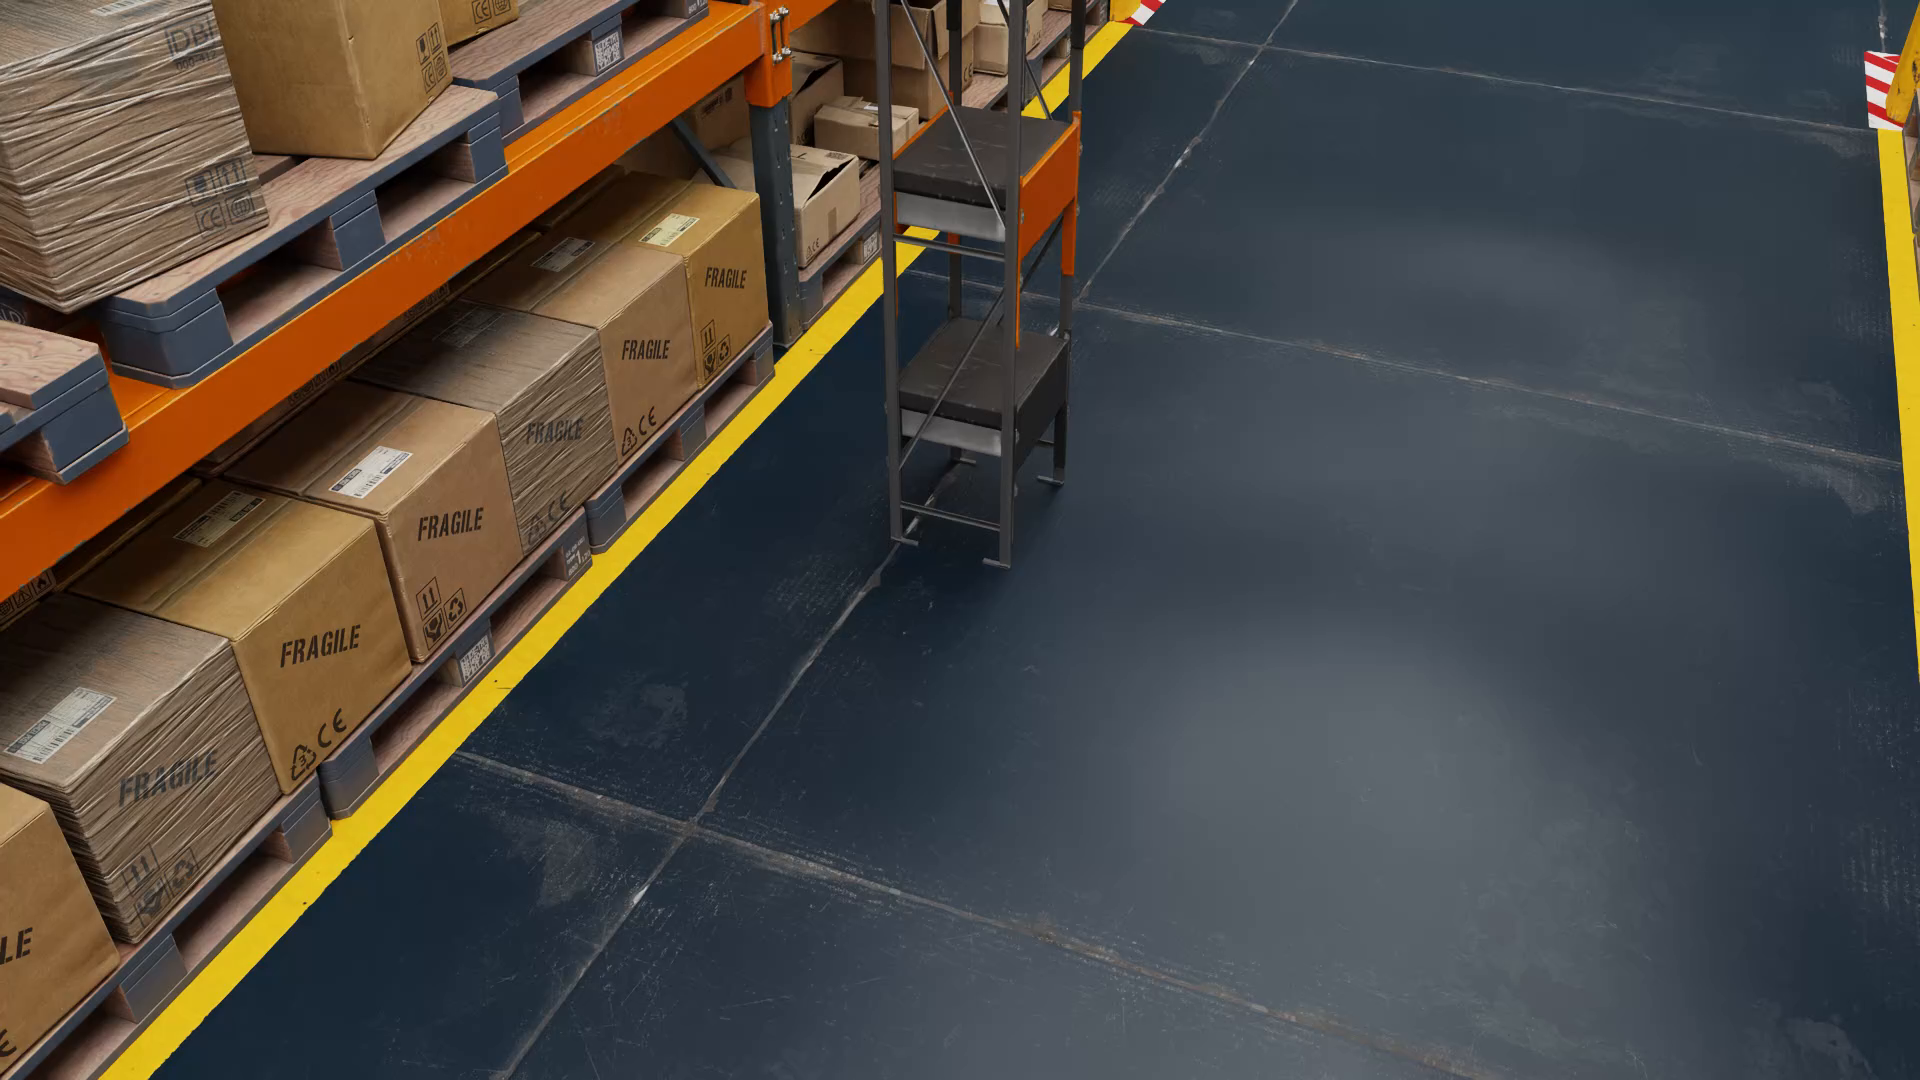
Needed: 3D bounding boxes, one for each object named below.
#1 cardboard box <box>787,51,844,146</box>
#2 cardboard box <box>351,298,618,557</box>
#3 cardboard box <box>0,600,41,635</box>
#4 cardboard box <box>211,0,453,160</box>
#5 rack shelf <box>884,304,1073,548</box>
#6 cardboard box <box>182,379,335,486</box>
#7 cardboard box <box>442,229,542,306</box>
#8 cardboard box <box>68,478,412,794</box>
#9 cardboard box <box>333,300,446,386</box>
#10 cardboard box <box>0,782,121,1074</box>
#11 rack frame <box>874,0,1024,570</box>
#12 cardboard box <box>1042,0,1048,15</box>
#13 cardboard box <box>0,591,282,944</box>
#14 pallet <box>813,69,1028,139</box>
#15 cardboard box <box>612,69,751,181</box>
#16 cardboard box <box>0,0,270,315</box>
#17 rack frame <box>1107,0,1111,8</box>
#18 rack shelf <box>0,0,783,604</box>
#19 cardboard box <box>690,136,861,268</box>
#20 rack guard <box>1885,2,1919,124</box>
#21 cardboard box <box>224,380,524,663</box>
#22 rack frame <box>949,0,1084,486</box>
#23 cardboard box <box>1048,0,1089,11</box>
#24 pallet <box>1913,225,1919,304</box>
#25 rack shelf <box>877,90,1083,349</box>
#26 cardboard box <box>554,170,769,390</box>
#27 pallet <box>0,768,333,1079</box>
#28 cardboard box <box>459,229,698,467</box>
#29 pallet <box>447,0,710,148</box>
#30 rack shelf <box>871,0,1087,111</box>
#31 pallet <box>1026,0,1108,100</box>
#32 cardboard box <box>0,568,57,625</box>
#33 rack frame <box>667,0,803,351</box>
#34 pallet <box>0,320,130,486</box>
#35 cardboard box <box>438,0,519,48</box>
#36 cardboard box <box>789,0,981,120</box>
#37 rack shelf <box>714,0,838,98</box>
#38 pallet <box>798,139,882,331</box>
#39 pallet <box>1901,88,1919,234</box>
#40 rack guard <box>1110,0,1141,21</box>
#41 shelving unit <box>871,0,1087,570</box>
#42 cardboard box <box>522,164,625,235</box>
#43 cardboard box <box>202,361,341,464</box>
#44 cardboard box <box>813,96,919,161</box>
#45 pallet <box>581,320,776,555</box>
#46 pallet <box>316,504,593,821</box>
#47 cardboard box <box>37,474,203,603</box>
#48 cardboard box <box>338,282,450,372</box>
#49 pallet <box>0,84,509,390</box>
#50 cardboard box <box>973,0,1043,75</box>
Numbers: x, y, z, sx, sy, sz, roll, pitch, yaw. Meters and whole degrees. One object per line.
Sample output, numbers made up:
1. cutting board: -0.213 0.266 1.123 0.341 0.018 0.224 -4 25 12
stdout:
1. cardboard box: -0.838 -1.949 7.230 0.500 0.311 0.500 14 39 18
2. cardboard box: -1.388 -0.342 4.922 0.500 0.500 0.500 14 39 18
3. cardboard box: -2.462 0.414 3.911 0.500 0.500 0.500 15 39 20
4. cardboard box: -1.693 -1.270 4.010 0.700 0.500 0.500 5 37 6
5. rack shelf: 0.063 -0.361 5.171 0.431 0.518 0.480 14 39 18
6. cardboard box: -2.070 -0.164 4.685 0.500 0.500 0.500 12 39 16
7. cardboard box: -1.680 -0.719 5.427 0.500 0.500 0.500 14 39 18
8. cardboard box: -1.773 0.231 4.156 0.500 0.500 0.500 13 39 17
9. cardboard box: -1.877 -0.444 5.059 0.500 0.500 0.500 14 39 18
10. cardboard box: -2.163 0.798 3.397 0.500 0.500 0.500 15 39 20
11. rack frame: -0.030 -0.798 4.563 0.400 2.100 0.015 14 39 18
12. cardboard box: 0.227 -2.749 8.422 0.380 0.166 0.250 14 39 18
13. cardboard box: -1.969 0.507 3.786 0.500 0.500 0.500 12 39 16
14. pallet: -0.353 -1.995 7.743 1.003 0.211 1.213 14 39 18
15. cardboard box: -1.124 -1.609 6.618 0.500 0.500 0.500 14 39 18
16. cardboard box: -1.940 -0.885 3.495 0.700 0.500 0.500 21 42 26
17. rack frame: 0.444 -4.269 8.456 1.000 3.000 0.127 14 39 18
18. rack shelf: -1.839 -0.659 4.227 1.077 0.370 4.000 14 39 18
19. cardboard box: -0.719 -1.337 6.411 0.500 0.311 0.500 14 39 18
20. rack guard: 5.020 -2.154 7.714 1.175 0.500 0.348 14 39 18
21. cardboard box: -1.580 -0.059 4.544 0.500 0.500 0.500 13 39 16
22. rack frame: 0.156 -1.068 4.925 0.400 2.100 0.015 14 39 18
23. cardboard box: 0.465 -3.087 8.595 0.500 0.500 0.500 14 39 18
24. pallet: 4.208 -0.901 6.279 1.003 0.211 1.213 14 39 18
25. rack shelf: 0.063 -0.922 4.752 0.431 0.518 0.480 14 39 18
26. cardboard box: -1.001 -0.891 5.657 0.500 0.500 0.500 14 39 17
27. pallet: -2.281 0.872 3.906 1.003 0.211 1.213 14 39 18
28. cardboard box: -1.197 -0.619 5.293 0.500 0.500 0.500 14 39 18
29. pallet: -1.483 -1.560 4.992 1.003 0.211 1.213 14 39 18
30. rack shelf: 0.063 -1.482 4.333 0.431 0.518 0.480 14 39 18
31. pallet: 0.112 -2.668 8.644 1.003 0.211 1.213 14 39 18
32. cardboard box: -2.444 0.082 3.730 0.500 0.250 0.500 15 39 19
33. rack frame: -1.078 -2.054 5.493 1.000 3.000 0.127 14 39 18
34. pallet: -2.407 -0.154 3.111 1.213 0.211 1.003 14 39 18
35. cardboard box: -1.668 -1.656 4.526 0.700 0.500 0.500 20 41 25
36. cardboard box: -0.368 -2.272 7.502 0.797 0.503 0.637 14 39 18
37. rack shelf: -0.317 -2.874 7.190 1.077 0.370 4.000 14 39 18
38. pallet: -0.816 -1.317 6.836 1.003 0.211 1.213 14 39 18
39. pallet: 4.673 -1.574 7.179 1.003 0.211 1.213 14 39 18
40. rack guard: 0.415 -3.226 9.148 1.175 0.500 0.348 14 39 18
41. shelving unit: 0.063 -0.933 4.744 0.431 2.100 0.503 14 39 18
42. cardboard box: -1.488 -1.017 5.826 0.500 0.500 0.500 12 38 16
43. cardboard box: -2.059 -0.486 4.489 0.500 0.250 0.500 13 39 17
44. cardboard box: -0.399 -1.760 7.098 0.380 0.166 0.250 14 39 18
45. pallet: -1.353 -0.478 5.714 1.003 0.211 1.213 14 39 18
46. pallet: -1.816 0.199 4.807 1.003 0.211 1.213 14 39 18
47. cardboard box: -2.264 0.128 4.294 0.500 0.500 0.500 12 39 16
48. cardboard box: -1.868 -0.764 4.860 0.500 0.250 0.500 14 39 18
49. pallet: -1.865 -0.841 4.029 1.003 0.211 1.213 14 39 18
50. cardboard box: 0.075 -2.468 7.975 0.500 0.250 0.500 14 39 18
